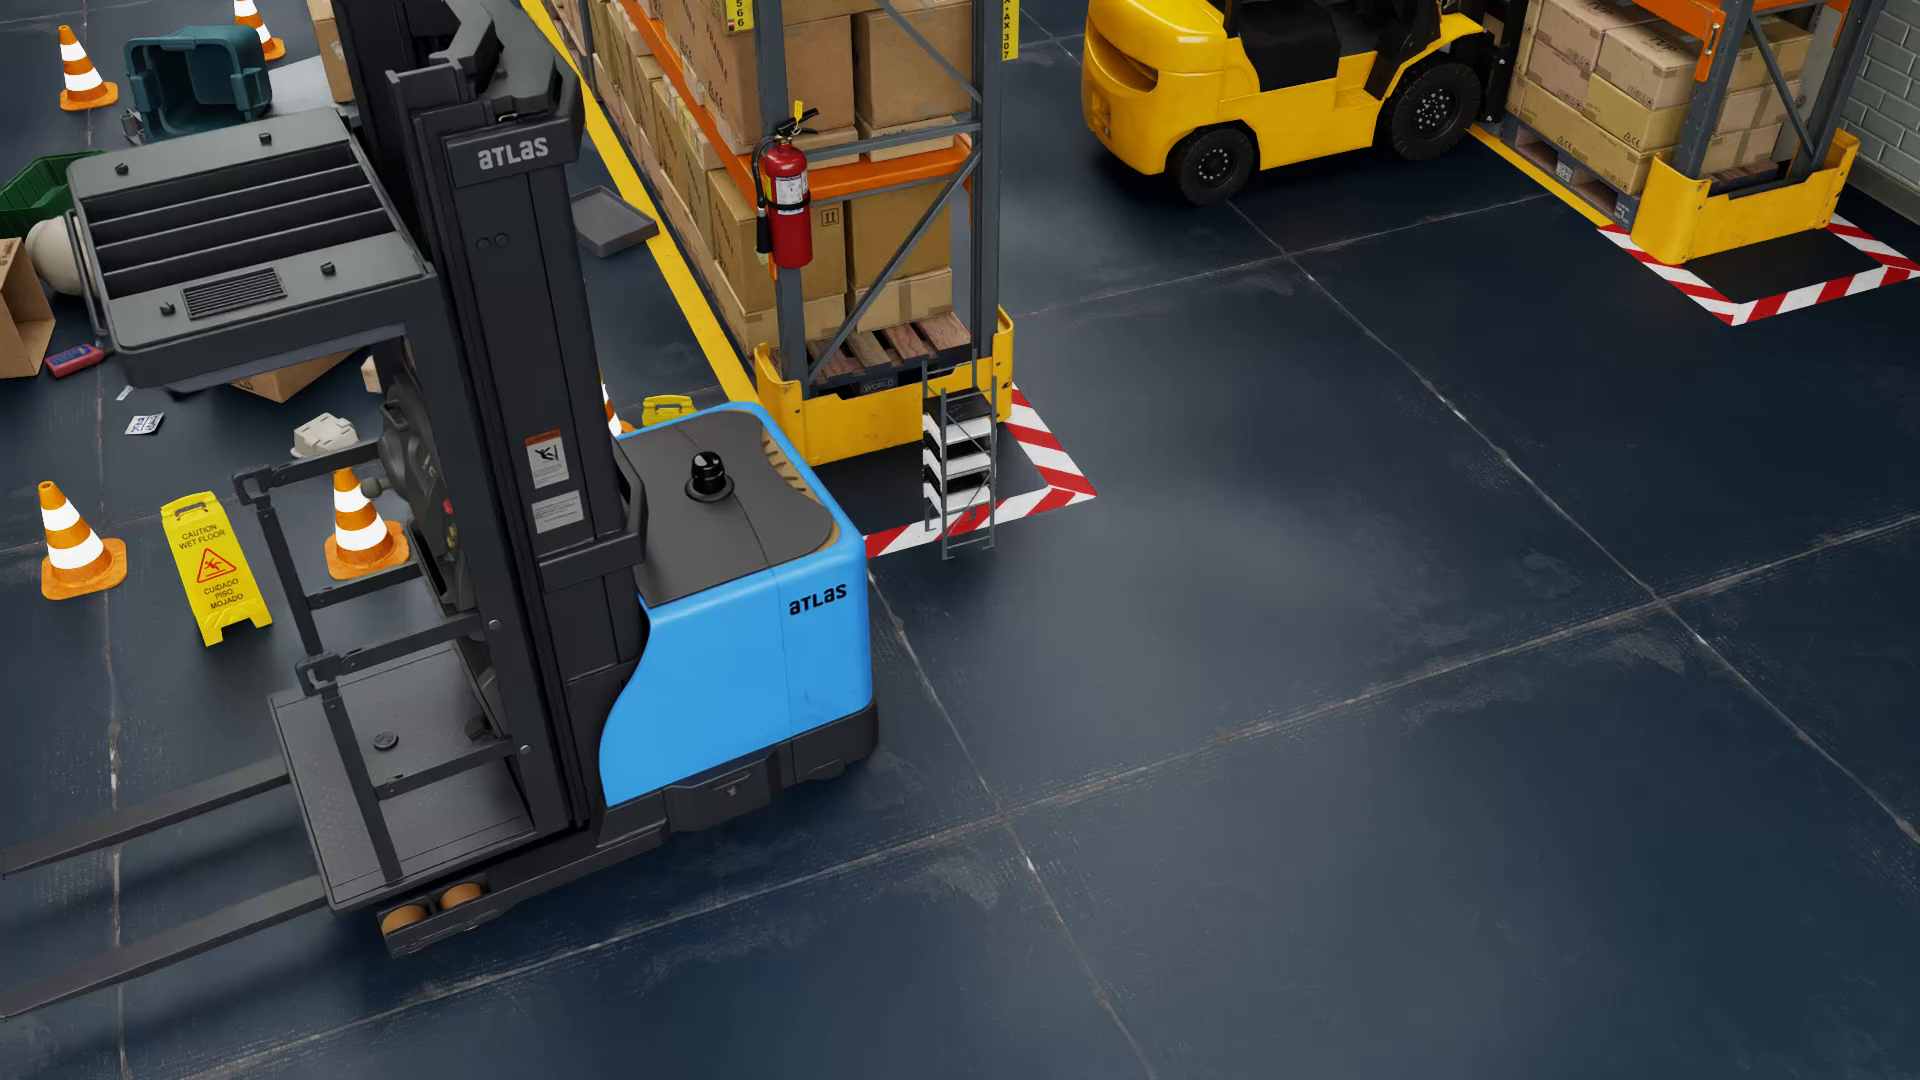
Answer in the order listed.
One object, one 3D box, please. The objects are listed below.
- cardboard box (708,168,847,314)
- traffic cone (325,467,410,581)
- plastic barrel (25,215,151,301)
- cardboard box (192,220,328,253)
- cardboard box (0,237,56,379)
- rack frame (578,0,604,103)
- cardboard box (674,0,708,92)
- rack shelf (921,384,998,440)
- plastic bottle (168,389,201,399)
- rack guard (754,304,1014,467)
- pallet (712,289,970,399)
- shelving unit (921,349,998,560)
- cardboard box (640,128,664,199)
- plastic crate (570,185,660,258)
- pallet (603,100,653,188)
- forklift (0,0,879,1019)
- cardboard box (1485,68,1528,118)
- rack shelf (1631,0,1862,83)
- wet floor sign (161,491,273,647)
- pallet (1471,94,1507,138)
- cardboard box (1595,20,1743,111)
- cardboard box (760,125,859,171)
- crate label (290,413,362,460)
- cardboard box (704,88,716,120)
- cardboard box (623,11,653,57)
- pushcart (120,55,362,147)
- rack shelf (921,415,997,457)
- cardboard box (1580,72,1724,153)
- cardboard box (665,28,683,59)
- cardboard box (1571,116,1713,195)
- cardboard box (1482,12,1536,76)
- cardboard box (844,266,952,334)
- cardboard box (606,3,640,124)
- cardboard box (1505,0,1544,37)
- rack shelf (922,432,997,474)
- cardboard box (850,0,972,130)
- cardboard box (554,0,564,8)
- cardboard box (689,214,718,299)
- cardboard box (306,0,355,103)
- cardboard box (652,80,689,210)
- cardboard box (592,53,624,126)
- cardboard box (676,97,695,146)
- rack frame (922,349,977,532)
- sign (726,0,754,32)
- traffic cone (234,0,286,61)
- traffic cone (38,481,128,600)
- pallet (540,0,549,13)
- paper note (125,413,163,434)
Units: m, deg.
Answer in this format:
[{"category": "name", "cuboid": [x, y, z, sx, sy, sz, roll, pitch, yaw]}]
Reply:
[{"category": "cardboard box", "cuboid": [-0.858, -1.451, 7.848, 0.500, 0.500, 0.500, -15, 43, -17]}, {"category": "traffic cone", "cuboid": [-2.563, -0.126, 7.041, 0.336, 0.463, 0.334, -15, 43, -17]}, {"category": "plastic barrel", "cuboid": [-4.525, -1.468, 8.633, 0.512, 0.421, 0.421, 12, 42, 13]}, {"category": "cardboard box", "cuboid": [-3.687, -1.725, 8.766, 0.797, 0.637, 0.503, -15, 43, -17]}, {"category": "cardboard box", "cuboid": [-4.834, -1.120, 8.167, 0.500, 0.500, 0.500, -8, 41, -9]}, {"category": "rack frame", "cuboid": [-1.841, -4.042, 9.649, 1.000, 3.000, 0.127, -15, 43, -17]}, {"category": "cardboard box", "cuboid": [-0.960, -2.344, 7.370, 0.500, 0.500, 0.500, -15, 43, -17]}, {"category": "rack shelf", "cuboid": [-0.003, -0.525, 6.808, 0.258, 0.077, 0.200, -15, 43, -17]}, {"category": "plastic bottle", "cuboid": [-3.827, -0.791, 8.124, 0.133, 0.061, 0.283, -31, 49, -31]}, {"category": "rack guard", "cuboid": [-0.340, -0.730, 7.716, 1.175, 0.500, 0.348, -15, 43, -17]}, {"category": "pallet", "cuboid": [-0.618, -1.119, 8.389, 1.003, 0.211, 1.213, -15, 43, -17]}, {"category": "shelving unit", "cuboid": [-0.003, -0.346, 6.962, 0.258, 0.900, 0.210, -15, 43, -17]}, {"category": "cardboard box", "cuboid": [-1.445, -2.098, 9.176, 0.500, 0.250, 0.500, -16, 43, -17]}, {"category": "plastic crate", "cuboid": [-1.998, -1.784, 9.264, 0.402, 0.080, 0.583, -31, 49, -31]}, {"category": "pallet", "cuboid": [-1.552, -2.589, 10.098, 1.003, 0.211, 1.213, -15, 43, -17]}, {"category": "forklift", "cuboid": [-1.850, -0.110, 5.130, 3.031, 2.935, 1.130, -19, 44, -21]}, {"category": "cardboard box", "cuboid": [3.437, -2.799, 9.991, 0.500, 0.250, 0.500, -15, 43, -16]}, {"category": "rack shelf", "cuboid": [3.509, -3.805, 9.926, 1.077, 0.370, 4.000, -15, 43, -17]}, {"category": "wet floor sign", "cuboid": [-3.005, 0.080, 6.662, 0.267, 0.644, 0.232, -23, 46, -24]}, {"category": "pallet", "cuboid": [3.480, -2.999, 10.576, 1.003, 0.211, 1.213, -15, 43, -17]}, {"category": "cardboard box", "cuboid": [3.809, -2.568, 8.956, 0.500, 0.250, 0.500, -14, 43, -15]}, {"category": "cardboard box", "cuboid": [-0.651, -1.709, 7.129, 0.380, 0.149, 0.250, -14, 43, -15]}, {"category": "crate label", "cuboid": [-2.921, -0.460, 7.680, 0.298, 0.136, 0.250, 27, 47, 27]}, {"category": "cardboard box", "cuboid": [-0.929, -1.993, 7.460, 0.380, 0.149, 0.250, -16, 43, -18]}, {"category": "cardboard box", "cuboid": [-1.569, -2.705, 8.809, 0.380, 0.149, 0.250, -13, 42, -14]}, {"category": "pushcart", "cuboid": [-3.929, -2.448, 9.808, 1.648, 0.377, 0.936, -31, 49, -31]}, {"category": "rack shelf", "cuboid": [-0.003, -0.457, 6.866, 0.258, 0.077, 0.200, -15, 43, -17]}, {"category": "cardboard box", "cuboid": [3.799, -2.394, 9.137, 0.500, 0.250, 0.500, -16, 43, -17]}, {"category": "cardboard box", "cuboid": [-1.206, -2.462, 8.005, 0.380, 0.149, 0.250, -16, 43, -17]}, {"category": "cardboard box", "cuboid": [3.802, -2.194, 9.287, 0.500, 0.250, 0.500, -15, 43, -17]}, {"category": "cardboard box", "cuboid": [3.400, -3.005, 9.847, 0.500, 0.250, 0.500, -16, 43, -18]}, {"category": "cardboard box", "cuboid": [-0.364, -1.304, 8.252, 0.500, 0.250, 0.500, -15, 43, -17]}, {"category": "cardboard box", "cuboid": [-1.649, -2.700, 9.301, 0.500, 0.500, 0.500, -13, 42, -15]}, {"category": "cardboard box", "cuboid": [3.406, -3.176, 9.662, 0.500, 0.250, 0.500, -15, 43, -16]}, {"category": "rack shelf", "cuboid": [-0.003, -0.389, 6.925, 0.258, 0.077, 0.200, -15, 43, -17]}, {"category": "cardboard box", "cuboid": [-0.236, -2.137, 7.130, 0.500, 0.500, 0.500, -16, 43, -18]}, {"category": "cardboard box", "cuboid": [-2.322, -3.952, 11.239, 0.950, 0.372, 0.625, -13, 42, -14]}, {"category": "cardboard box", "cuboid": [-1.060, -1.483, 8.460, 0.500, 0.250, 0.500, -15, 43, -17]}, {"category": "cardboard box", "cuboid": [-3.474, -2.919, 9.680, 0.500, 0.500, 0.500, -15, 43, -17]}, {"category": "cardboard box", "cuboid": [-1.248, -2.070, 8.568, 0.500, 0.500, 0.500, -16, 43, -18]}, {"category": "cardboard box", "cuboid": [-1.865, -2.736, 9.917, 0.500, 0.250, 0.500, -17, 44, -19]}, {"category": "cardboard box", "cuboid": [-1.154, -2.053, 8.051, 0.380, 0.149, 0.250, -14, 43, -16]}, {"category": "rack frame", "cuboid": [-0.042, -0.407, 7.033, 0.240, 0.900, 0.006, -15, 43, -17]}, {"category": "sign", "cuboid": [-0.831, -2.065, 6.220, 0.100, 0.325, 0.005, -15, 43, -17]}, {"category": "traffic cone", "cuboid": [-4.644, -3.403, 10.852, 0.336, 0.463, 0.334, -15, 43, -17]}, {"category": "traffic cone", "cuboid": [-3.737, -0.049, 6.952, 0.336, 0.463, 0.334, -15, 43, -17]}, {"category": "pallet", "cuboid": [-2.611, -4.189, 11.960, 1.003, 0.211, 1.213, -15, 43, -17]}, {"category": "paper note", "cuboid": [-3.861, -0.553, 7.871, 0.144, 0.017, 0.142, -2, 41, -2]}]
